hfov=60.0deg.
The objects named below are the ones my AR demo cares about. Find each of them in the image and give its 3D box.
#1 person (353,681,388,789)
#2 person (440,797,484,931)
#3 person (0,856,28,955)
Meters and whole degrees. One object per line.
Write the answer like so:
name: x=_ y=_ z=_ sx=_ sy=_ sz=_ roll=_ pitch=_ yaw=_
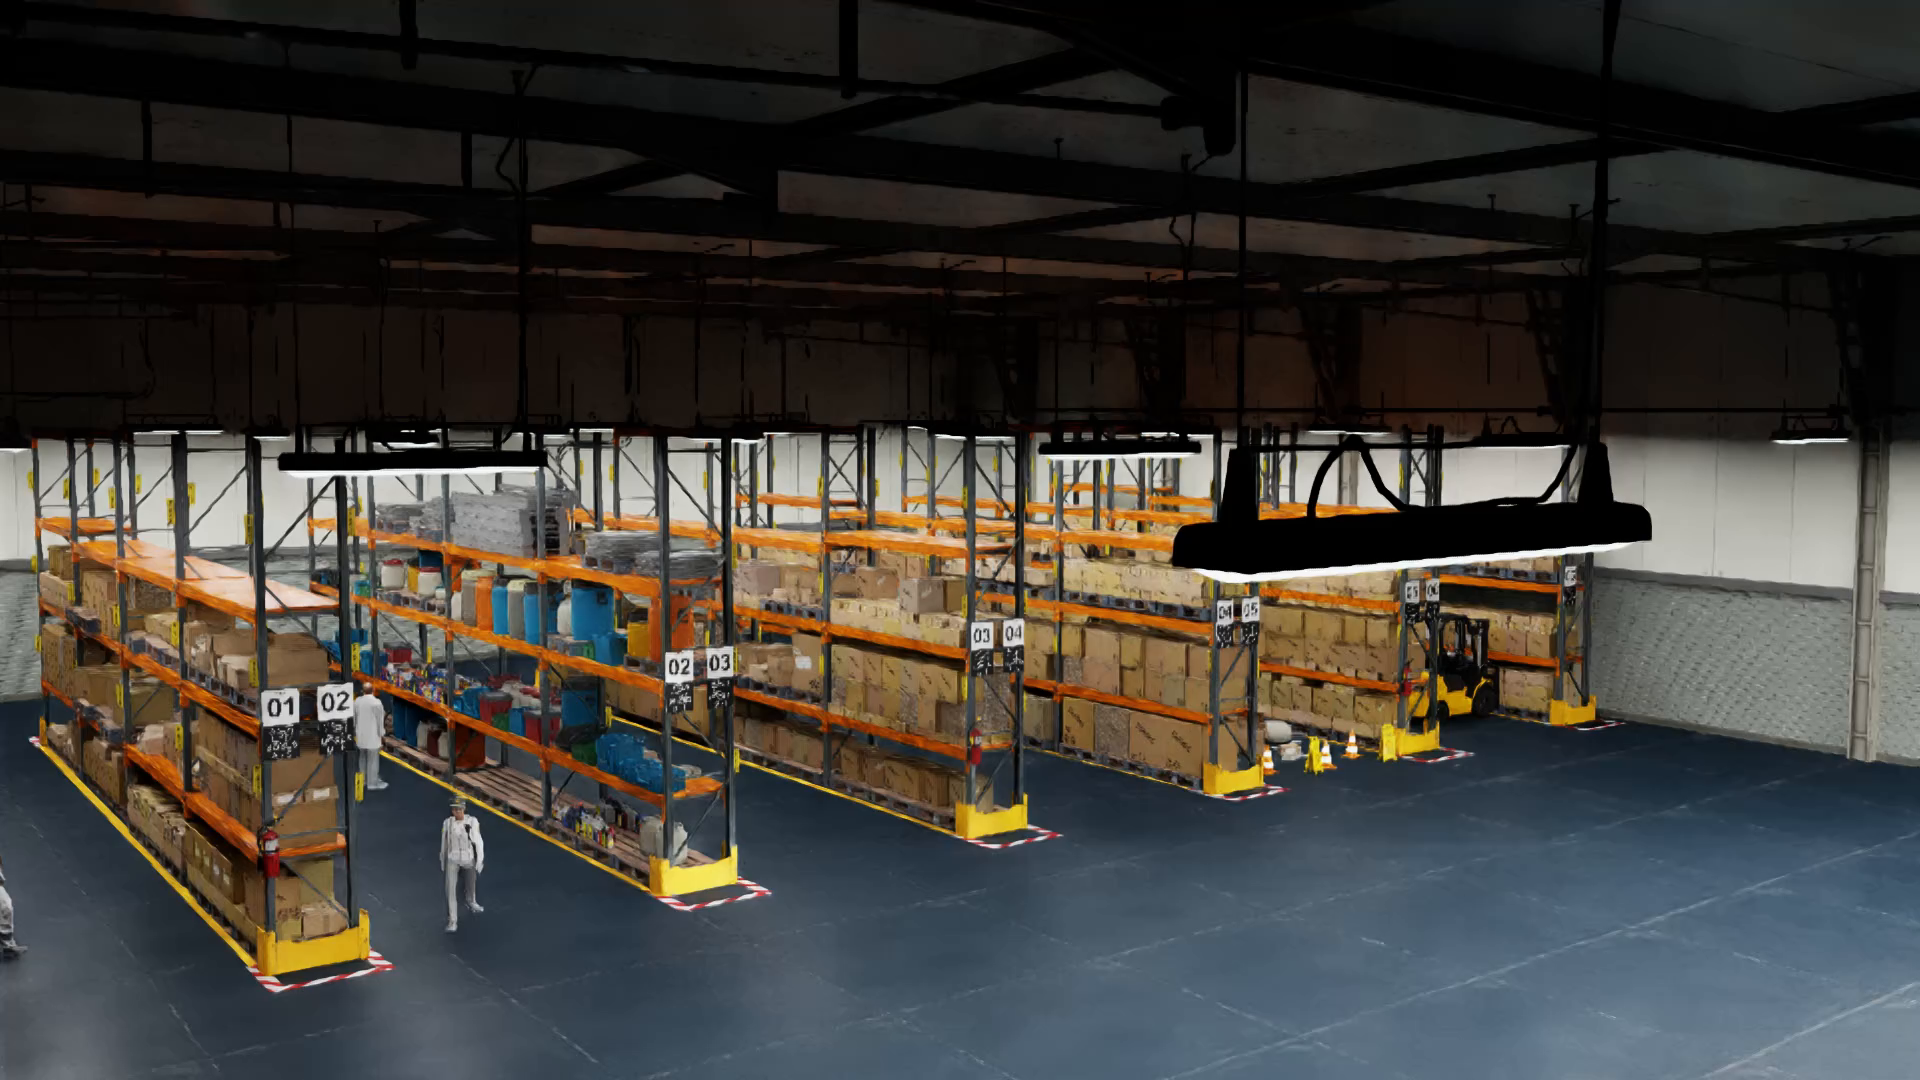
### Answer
person: x=-9.852 y=3.241 z=27.833 sx=0.638 sy=1.785 sz=0.515 roll=2 pitch=5 yaw=22
person: x=-6.128 y=3.914 z=20.456 sx=0.517 sy=1.613 sz=0.934 roll=-1 pitch=5 yaw=-16
person: x=-11.273 y=3.960 z=19.117 sx=0.789 sy=1.725 sz=0.678 roll=3 pitch=5 yaw=34
